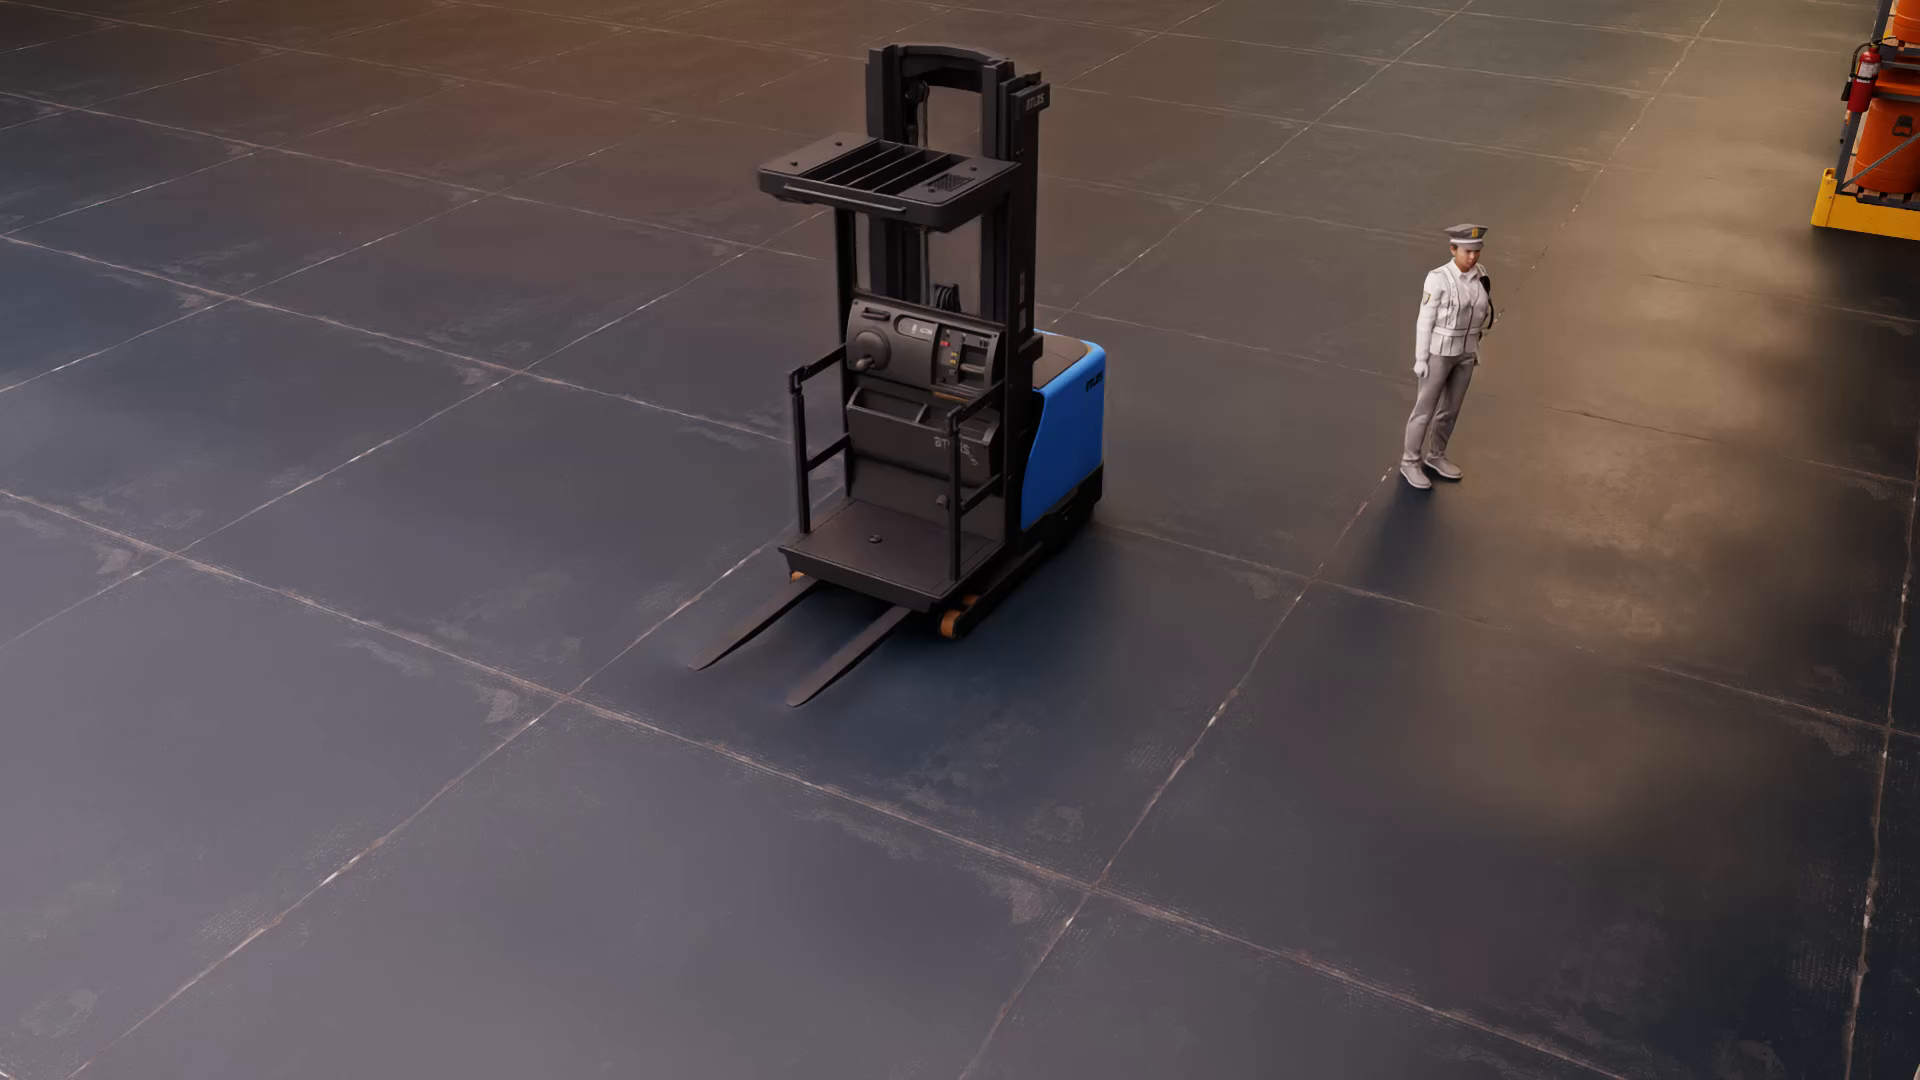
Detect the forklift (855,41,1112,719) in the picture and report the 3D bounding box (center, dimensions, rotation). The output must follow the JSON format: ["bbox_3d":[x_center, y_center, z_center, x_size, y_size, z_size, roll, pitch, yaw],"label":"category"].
[{"bbox_3d":[0.120,-0.986,8.779,1.130,2.935,3.031,-5,30,-9],"label":"forklift"}]

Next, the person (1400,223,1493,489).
[{"bbox_3d":[3.039,-1.161,10.328,0.460,1.693,0.343,-13,33,-22],"label":"person"}]
